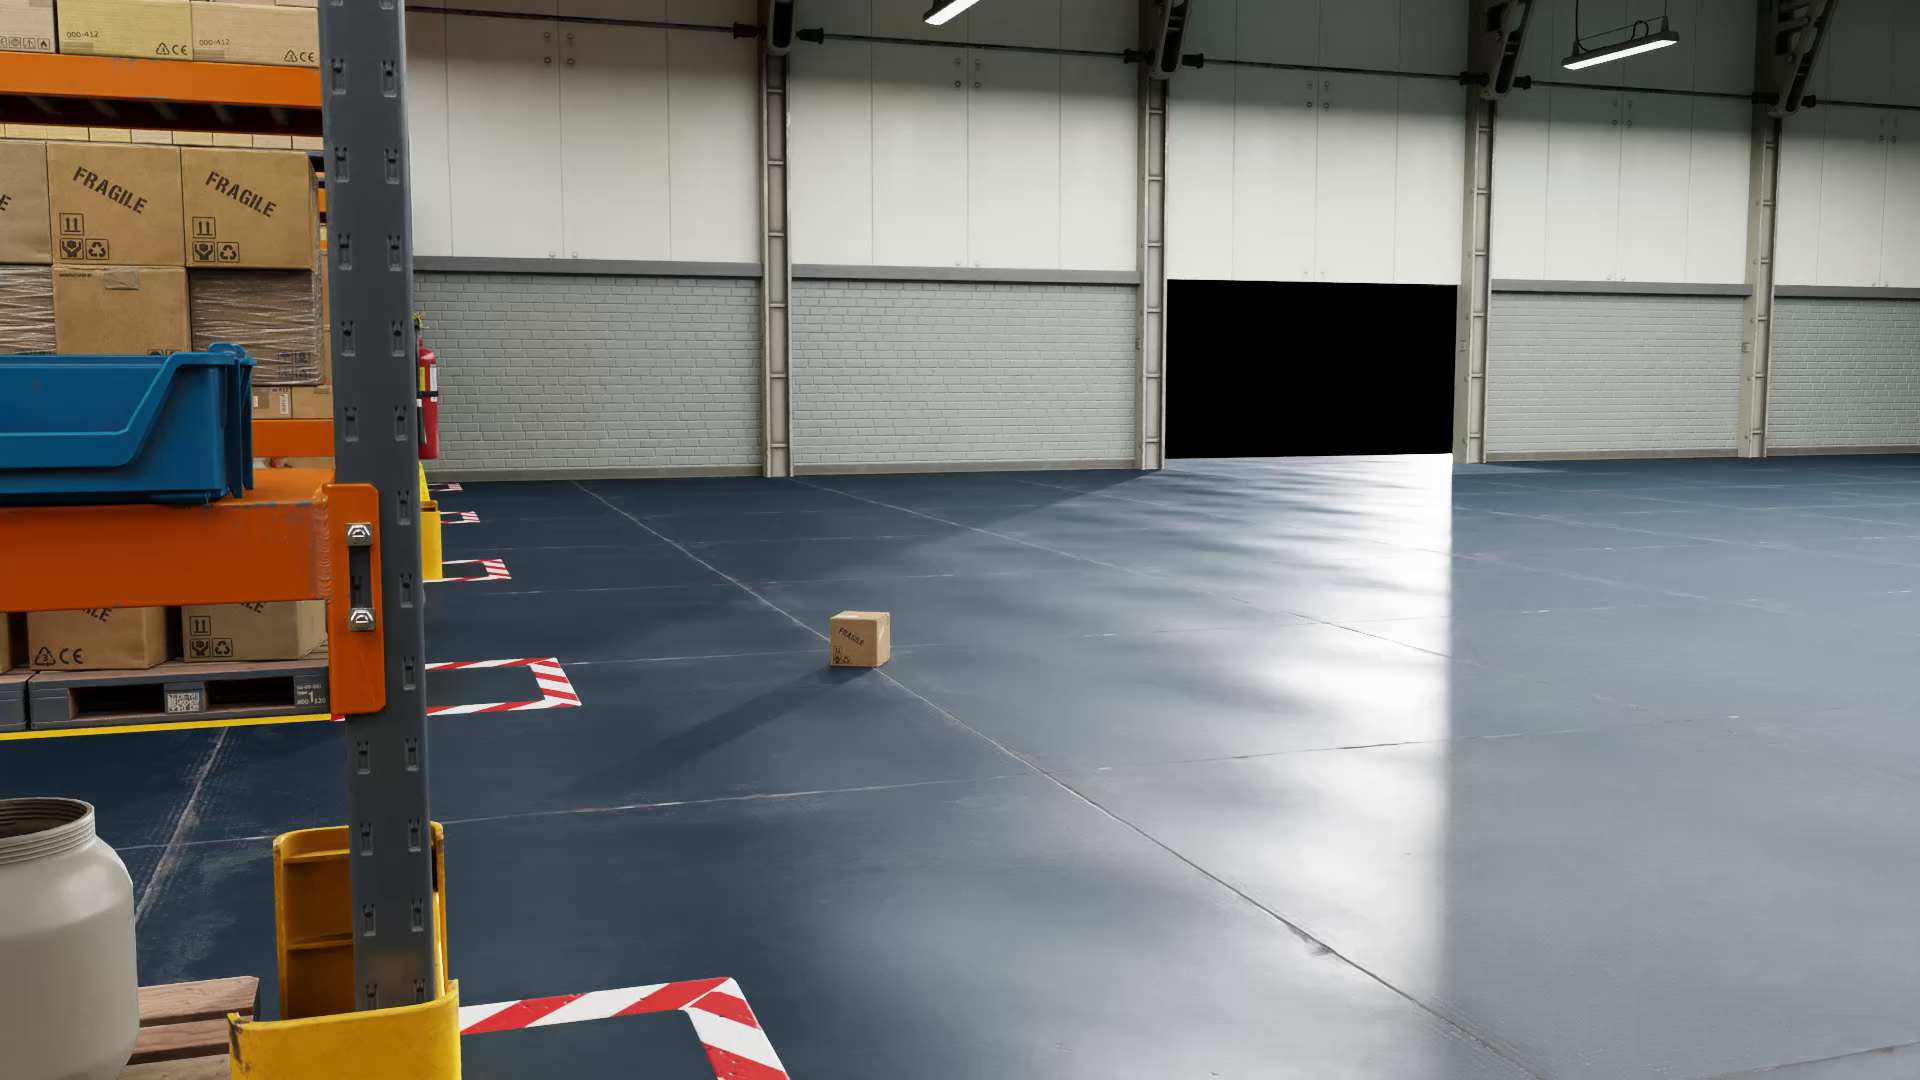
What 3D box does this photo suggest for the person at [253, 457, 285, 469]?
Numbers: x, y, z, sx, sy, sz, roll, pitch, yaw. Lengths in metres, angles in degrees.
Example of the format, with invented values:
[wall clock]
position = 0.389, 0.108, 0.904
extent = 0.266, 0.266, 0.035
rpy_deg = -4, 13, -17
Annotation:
[person]
position = -4.355, -0.349, 9.915
extent = 1.014, 1.673, 0.532
rpy_deg = 2, 6, 16
